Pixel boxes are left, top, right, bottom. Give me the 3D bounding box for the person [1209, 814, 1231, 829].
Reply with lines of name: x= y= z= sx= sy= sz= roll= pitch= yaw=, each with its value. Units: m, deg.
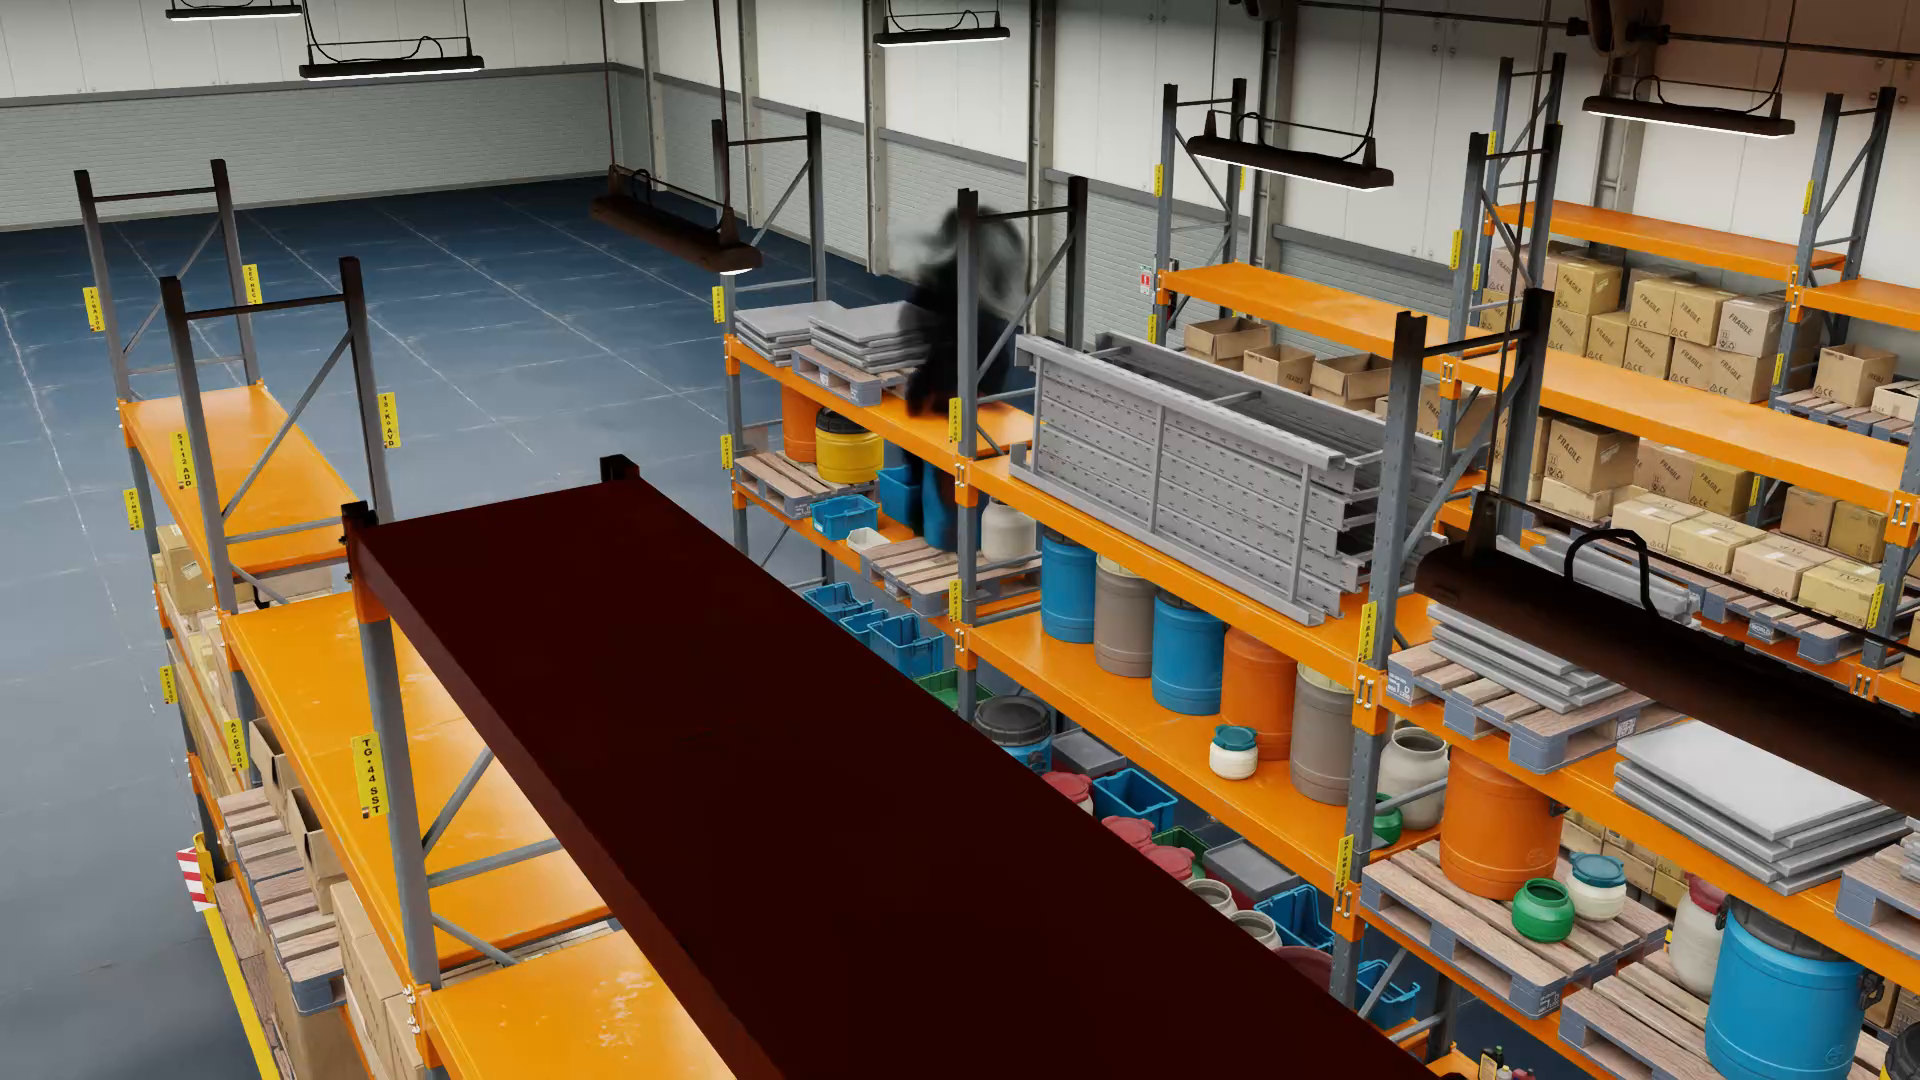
person: x=2.200 y=1.650 z=14.285 sx=0.671 sy=1.732 sz=0.512 roll=-16 pitch=27 yaw=-34
